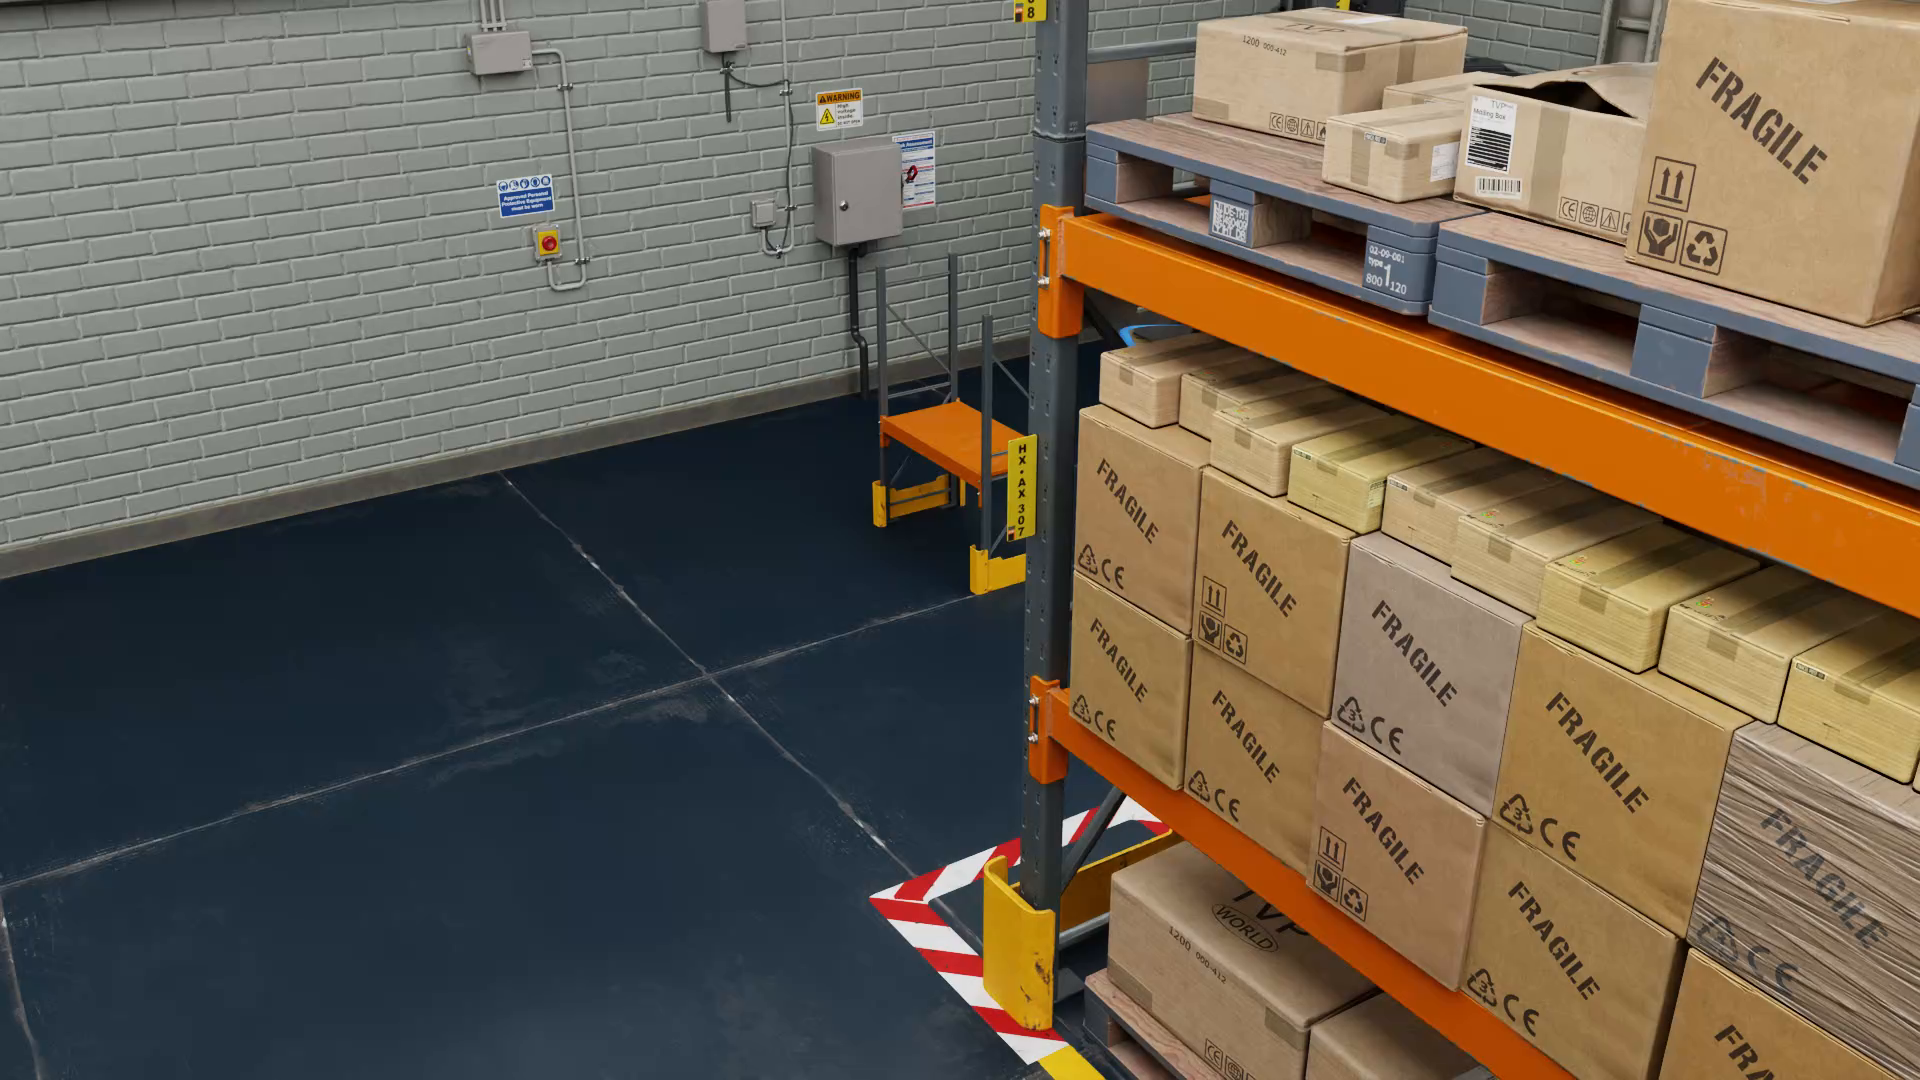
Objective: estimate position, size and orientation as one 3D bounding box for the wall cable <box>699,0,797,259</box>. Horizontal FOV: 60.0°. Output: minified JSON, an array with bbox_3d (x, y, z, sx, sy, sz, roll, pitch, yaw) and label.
[{"bbox_3d":[-1.263,-2.658,10.178,0.588,1.984,0.122,-16,29,-30],"label":"wall cable"}]

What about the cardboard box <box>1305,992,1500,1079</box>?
[{"bbox_3d":[1.603,1.654,4.742,0.875,0.438,0.875,-15,29,-28],"label":"cardboard box"}]

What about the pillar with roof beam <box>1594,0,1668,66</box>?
[{"bbox_3d":[0.486,-3.895,6.960,9.100,9.000,0.400,-16,29,-30],"label":"pillar with roof beam"}]

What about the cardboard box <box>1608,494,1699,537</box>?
[{"bbox_3d":[1.759,-0.118,3.939,0.380,0.149,0.250,-15,29,-28],"label":"cardboard box"}]

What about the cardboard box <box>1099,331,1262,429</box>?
[{"bbox_3d":[0.615,-0.452,4.646,0.380,0.149,0.250,-15,29,-29],"label":"cardboard box"}]

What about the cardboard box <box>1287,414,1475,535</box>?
[{"bbox_3d":[1.022,-0.165,4.038,0.380,0.149,0.250,-17,30,-31],"label":"cardboard box"}]

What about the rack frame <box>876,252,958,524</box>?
[{"bbox_3d":[-0.231,-0.830,9.250,0.500,1.500,0.032,-16,29,-30],"label":"rack frame"}]

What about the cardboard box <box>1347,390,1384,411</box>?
[{"bbox_3d":[1.175,-0.477,4.698,0.380,0.149,0.250,-15,29,-29],"label":"cardboard box"}]

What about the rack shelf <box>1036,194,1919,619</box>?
[{"bbox_3d":[1.745,-0.169,3.423,1.077,0.370,4.000,-16,29,-30],"label":"rack shelf"}]

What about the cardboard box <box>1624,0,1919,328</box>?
[{"bbox_3d":[1.628,-0.734,3.051,0.500,0.500,0.500,-15,29,-29],"label":"cardboard box"}]

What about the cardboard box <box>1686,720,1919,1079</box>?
[{"bbox_3d":[1.792,0.613,3.150,0.500,0.500,0.500,-15,29,-29],"label":"cardboard box"}]

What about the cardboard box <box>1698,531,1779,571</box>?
[{"bbox_3d":[1.887,-0.020,3.731,0.380,0.149,0.250,-14,29,-28],"label":"cardboard box"}]

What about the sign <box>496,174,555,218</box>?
[{"bbox_3d":[-2.519,-1.997,9.650,0.327,0.218,0.001,-16,29,-30],"label":"sign"}]

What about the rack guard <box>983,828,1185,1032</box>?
[{"bbox_3d":[0.640,1.269,5.977,1.175,0.500,0.348,-16,29,-30],"label":"rack guard"}]

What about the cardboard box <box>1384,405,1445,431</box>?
[{"bbox_3d":[1.387,-0.404,4.544,0.380,0.149,0.250,-16,30,-30],"label":"cardboard box"}]

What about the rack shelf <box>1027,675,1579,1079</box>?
[{"bbox_3d":[1.745,1.188,4.063,1.077,0.370,4.000,-16,29,-30],"label":"rack shelf"}]

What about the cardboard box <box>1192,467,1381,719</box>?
[{"bbox_3d":[0.964,0.071,4.298,0.500,0.500,0.500,-16,30,-31],"label":"cardboard box"}]

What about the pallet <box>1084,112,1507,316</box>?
[{"bbox_3d":[1.067,-0.906,4.246,1.003,0.211,1.213,-16,29,-30],"label":"pallet"}]

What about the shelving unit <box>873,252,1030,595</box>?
[{"bbox_3d":[0.042,-0.651,8.872,0.587,1.500,1.083,-16,29,-30],"label":"shelving unit"}]

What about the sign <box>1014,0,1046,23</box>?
[{"bbox_3d":[0.185,-1.513,4.312,0.100,0.325,0.005,-16,29,-30],"label":"sign"}]

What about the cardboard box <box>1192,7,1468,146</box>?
[{"bbox_3d":[0.974,-1.237,4.409,0.500,0.250,0.500,-19,31,-34],"label":"cardboard box"}]

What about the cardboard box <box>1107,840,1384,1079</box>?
[{"bbox_3d":[1.097,1.329,5.431,0.875,0.438,0.875,-17,30,-31],"label":"cardboard box"}]

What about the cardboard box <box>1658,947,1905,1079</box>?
[{"bbox_3d":[1.797,1.067,3.359,0.500,0.500,0.500,-16,30,-30],"label":"cardboard box"}]

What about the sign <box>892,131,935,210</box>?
[{"bbox_3d":[-0.305,-2.448,11.033,0.329,0.494,0.001,-16,29,-30],"label":"sign"}]

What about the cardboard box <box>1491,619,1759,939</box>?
[{"bbox_3d":[1.525,0.431,3.534,0.500,0.500,0.500,-15,29,-29],"label":"cardboard box"}]

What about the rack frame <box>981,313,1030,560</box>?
[{"bbox_3d":[0.324,-0.466,8.480,0.500,1.500,0.032,-16,29,-30],"label":"rack frame"}]

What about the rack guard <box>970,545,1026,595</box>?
[{"bbox_3d":[0.313,0.092,8.762,0.587,0.250,0.087,-16,29,-30],"label":"rack guard"}]

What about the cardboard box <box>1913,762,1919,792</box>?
[{"bbox_3d":[1.901,0.372,2.899,0.380,0.149,0.250,-16,30,-30],"label":"cardboard box"}]

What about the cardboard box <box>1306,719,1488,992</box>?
[{"bbox_3d":[1.236,0.701,4.134,0.500,0.500,0.500,-16,29,-30],"label":"cardboard box"}]

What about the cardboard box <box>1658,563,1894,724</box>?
[{"bbox_3d":[1.610,0.195,3.276,0.380,0.149,0.250,-16,29,-30],"label":"cardboard box"}]

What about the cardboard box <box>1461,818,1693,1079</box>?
[{"bbox_3d":[1.524,0.876,3.763,0.500,0.500,0.500,-14,29,-28],"label":"cardboard box"}]

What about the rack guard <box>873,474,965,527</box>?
[{"bbox_3d":[-0.230,-0.264,9.516,0.587,0.250,0.087,-16,29,-30],"label":"rack guard"}]

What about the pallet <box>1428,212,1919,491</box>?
[{"bbox_3d":[1.737,-0.470,3.321,1.003,0.211,1.213,-16,29,-30],"label":"pallet"}]

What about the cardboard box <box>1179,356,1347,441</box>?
[{"bbox_3d":[0.817,-0.375,4.482,0.380,0.149,0.250,-15,29,-28],"label":"cardboard box"}]

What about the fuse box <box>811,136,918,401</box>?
[{"bbox_3d":[-0.605,-1.719,10.887,0.539,1.711,0.414,-16,29,-30],"label":"fuse box"}]

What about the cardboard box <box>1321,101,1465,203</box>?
[{"bbox_3d":[1.054,-0.888,3.789,0.380,0.149,0.250,-14,29,-28],"label":"cardboard box"}]

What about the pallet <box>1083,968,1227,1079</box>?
[{"bbox_3d":[1.155,1.676,5.453,1.003,0.211,1.213,-16,29,-30],"label":"pallet"}]

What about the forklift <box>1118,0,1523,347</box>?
[{"bbox_3d":[2.393,-1.388,8.757,3.031,2.935,1.130,-2,25,-3],"label":"forklift"}]

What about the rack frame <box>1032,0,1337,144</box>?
[{"bbox_3d":[0.653,-2.566,4.144,1.000,3.000,0.127,-16,29,-30],"label":"rack frame"}]

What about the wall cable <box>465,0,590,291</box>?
[{"bbox_3d":[-2.445,-2.338,9.462,0.585,1.953,0.123,-16,29,-30],"label":"wall cable"}]

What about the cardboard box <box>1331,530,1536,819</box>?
[{"bbox_3d":[1.252,0.253,3.912,0.500,0.500,0.500,-16,30,-30],"label":"cardboard box"}]

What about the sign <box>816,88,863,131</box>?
[{"bbox_3d":[-0.765,-2.736,10.565,0.339,0.242,0.001,-16,29,-30],"label":"sign"}]

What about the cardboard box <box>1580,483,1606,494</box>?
[{"bbox_3d":[1.573,-0.194,4.100,0.380,0.149,0.250,-16,30,-30],"label":"cardboard box"}]

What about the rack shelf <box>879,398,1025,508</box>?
[{"bbox_3d":[0.047,-0.485,8.942,0.538,0.185,1.000,-16,29,-30],"label":"rack shelf"}]

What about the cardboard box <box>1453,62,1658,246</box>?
[{"bbox_3d":[1.428,-0.857,3.534,0.500,0.311,0.500,-15,29,-29],"label":"cardboard box"}]

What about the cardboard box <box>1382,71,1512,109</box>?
[{"bbox_3d":[1.270,-1.060,4.152,0.380,0.149,0.250,-18,31,-33],"label":"cardboard box"}]

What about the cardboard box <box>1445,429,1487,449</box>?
[{"bbox_3d":[1.490,-0.304,4.333,0.380,0.149,0.250,-15,29,-28],"label":"cardboard box"}]

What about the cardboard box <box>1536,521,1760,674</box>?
[{"bbox_3d":[1.426,0.112,3.450,0.380,0.149,0.250,-16,30,-31],"label":"cardboard box"}]

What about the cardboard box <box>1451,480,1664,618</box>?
[{"bbox_3d":[1.310,0.015,3.656,0.380,0.149,0.250,-15,29,-29],"label":"cardboard box"}]

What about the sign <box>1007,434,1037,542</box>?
[{"bbox_3d":[0.185,-0.153,4.954,0.100,0.325,0.005,-16,29,-30],"label":"sign"}]

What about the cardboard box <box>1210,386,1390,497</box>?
[{"bbox_3d":[0.863,-0.255,4.229,0.380,0.149,0.250,-15,29,-28],"label":"cardboard box"}]

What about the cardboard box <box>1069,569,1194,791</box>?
[{"bbox_3d":[0.674,0.340,4.898,0.500,0.500,0.500,-16,30,-30],"label":"cardboard box"}]

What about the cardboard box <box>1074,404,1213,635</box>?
[{"bbox_3d":[0.676,-0.112,4.686,0.500,0.500,0.500,-16,30,-31],"label":"cardboard box"}]

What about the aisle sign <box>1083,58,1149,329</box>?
[{"bbox_3d":[0.371,-0.987,4.781,0.394,0.787,0.004,-16,29,-30],"label":"aisle sign"}]

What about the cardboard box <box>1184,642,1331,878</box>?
[{"bbox_3d":[0.974,0.515,4.529,0.500,0.500,0.500,-16,30,-30],"label":"cardboard box"}]

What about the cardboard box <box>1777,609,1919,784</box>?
[{"bbox_3d":[1.757,0.279,3.097,0.380,0.149,0.250,-16,30,-31],"label":"cardboard box"}]

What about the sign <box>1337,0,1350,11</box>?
[{"bbox_3d":[1.115,-1.695,4.870,0.100,0.325,0.005,-16,29,-30],"label":"sign"}]

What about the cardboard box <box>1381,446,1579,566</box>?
[{"bbox_3d":[1.210,-0.084,3.865,0.380,0.149,0.250,-15,29,-29],"label":"cardboard box"}]

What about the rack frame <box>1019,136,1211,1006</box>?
[{"bbox_3d":[0.653,0.147,5.425,1.000,3.000,0.127,-16,29,-30],"label":"rack frame"}]
